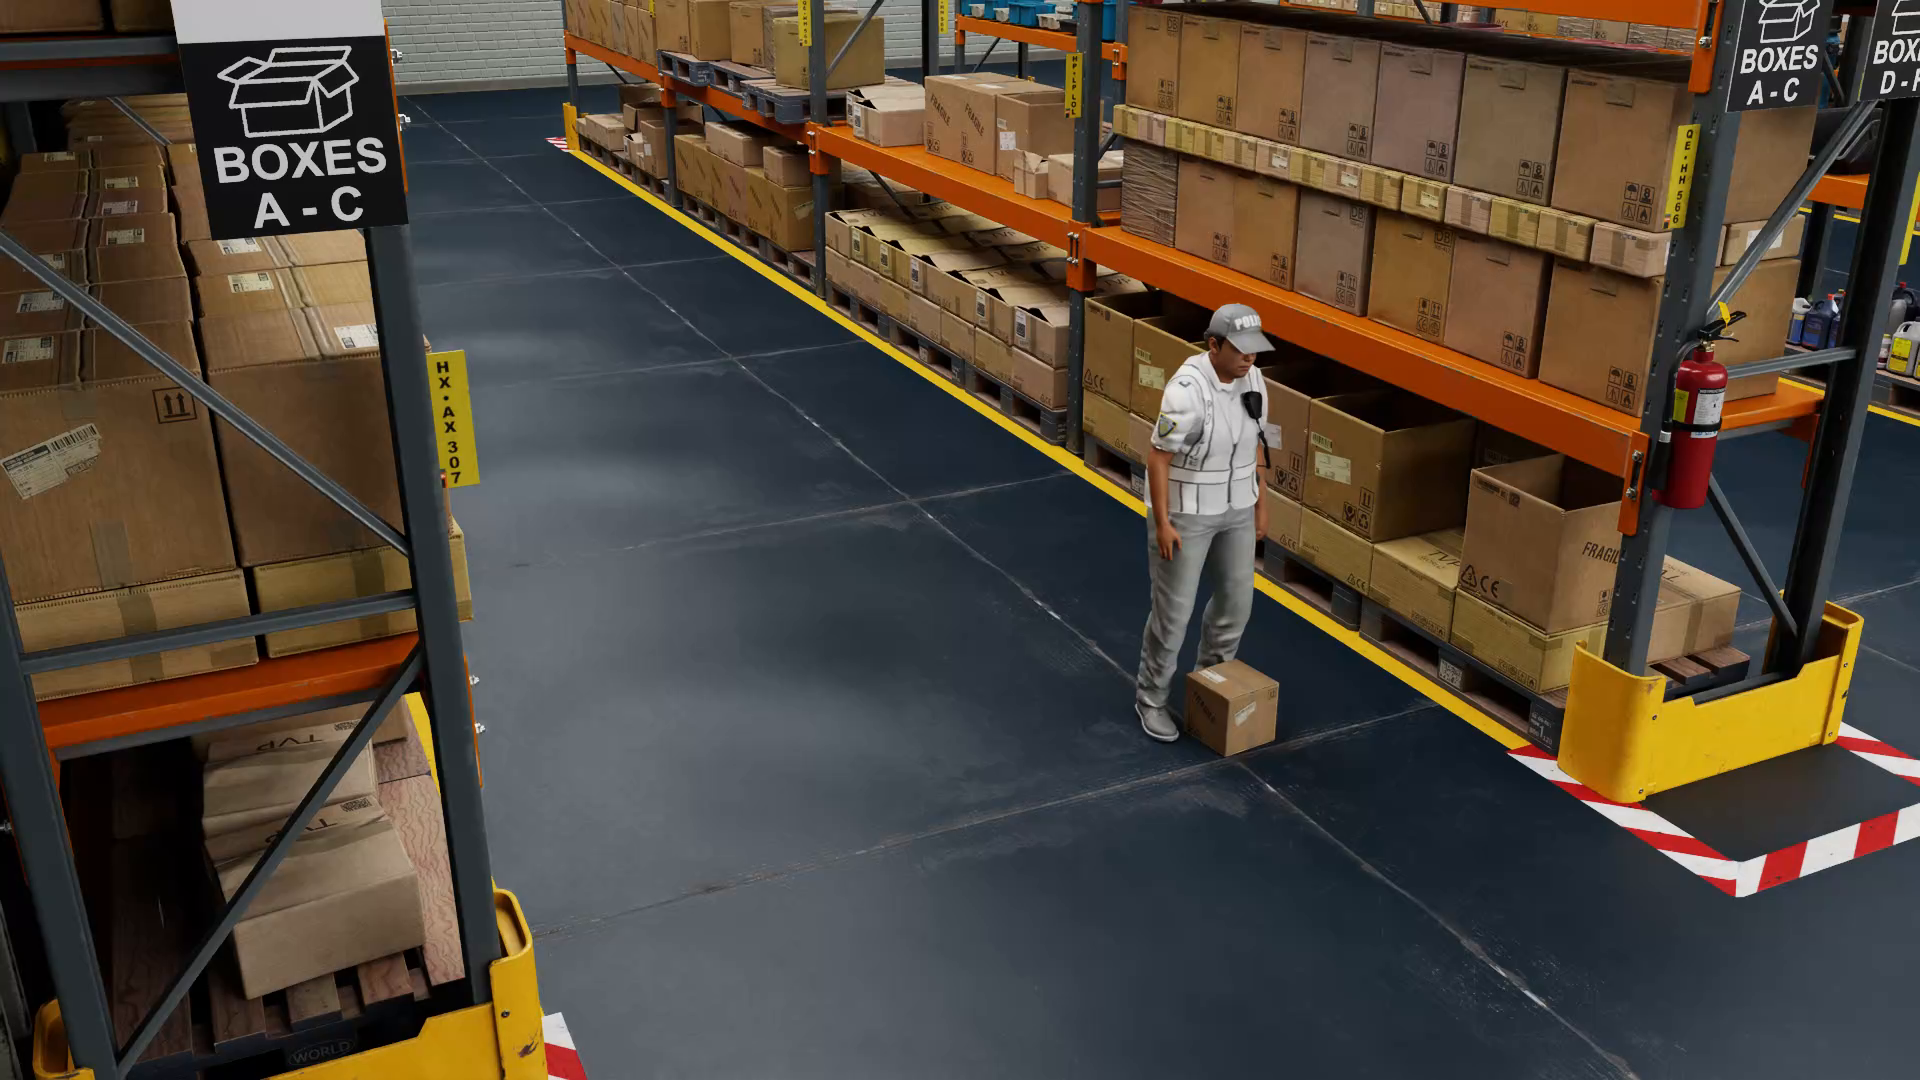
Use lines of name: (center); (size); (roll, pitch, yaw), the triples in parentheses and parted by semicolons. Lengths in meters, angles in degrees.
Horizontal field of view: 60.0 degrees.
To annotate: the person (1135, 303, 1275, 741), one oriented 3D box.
person: (0.934, -0.086, 6.289); (0.564, 1.667, 0.463); (-12, 25, -27)
